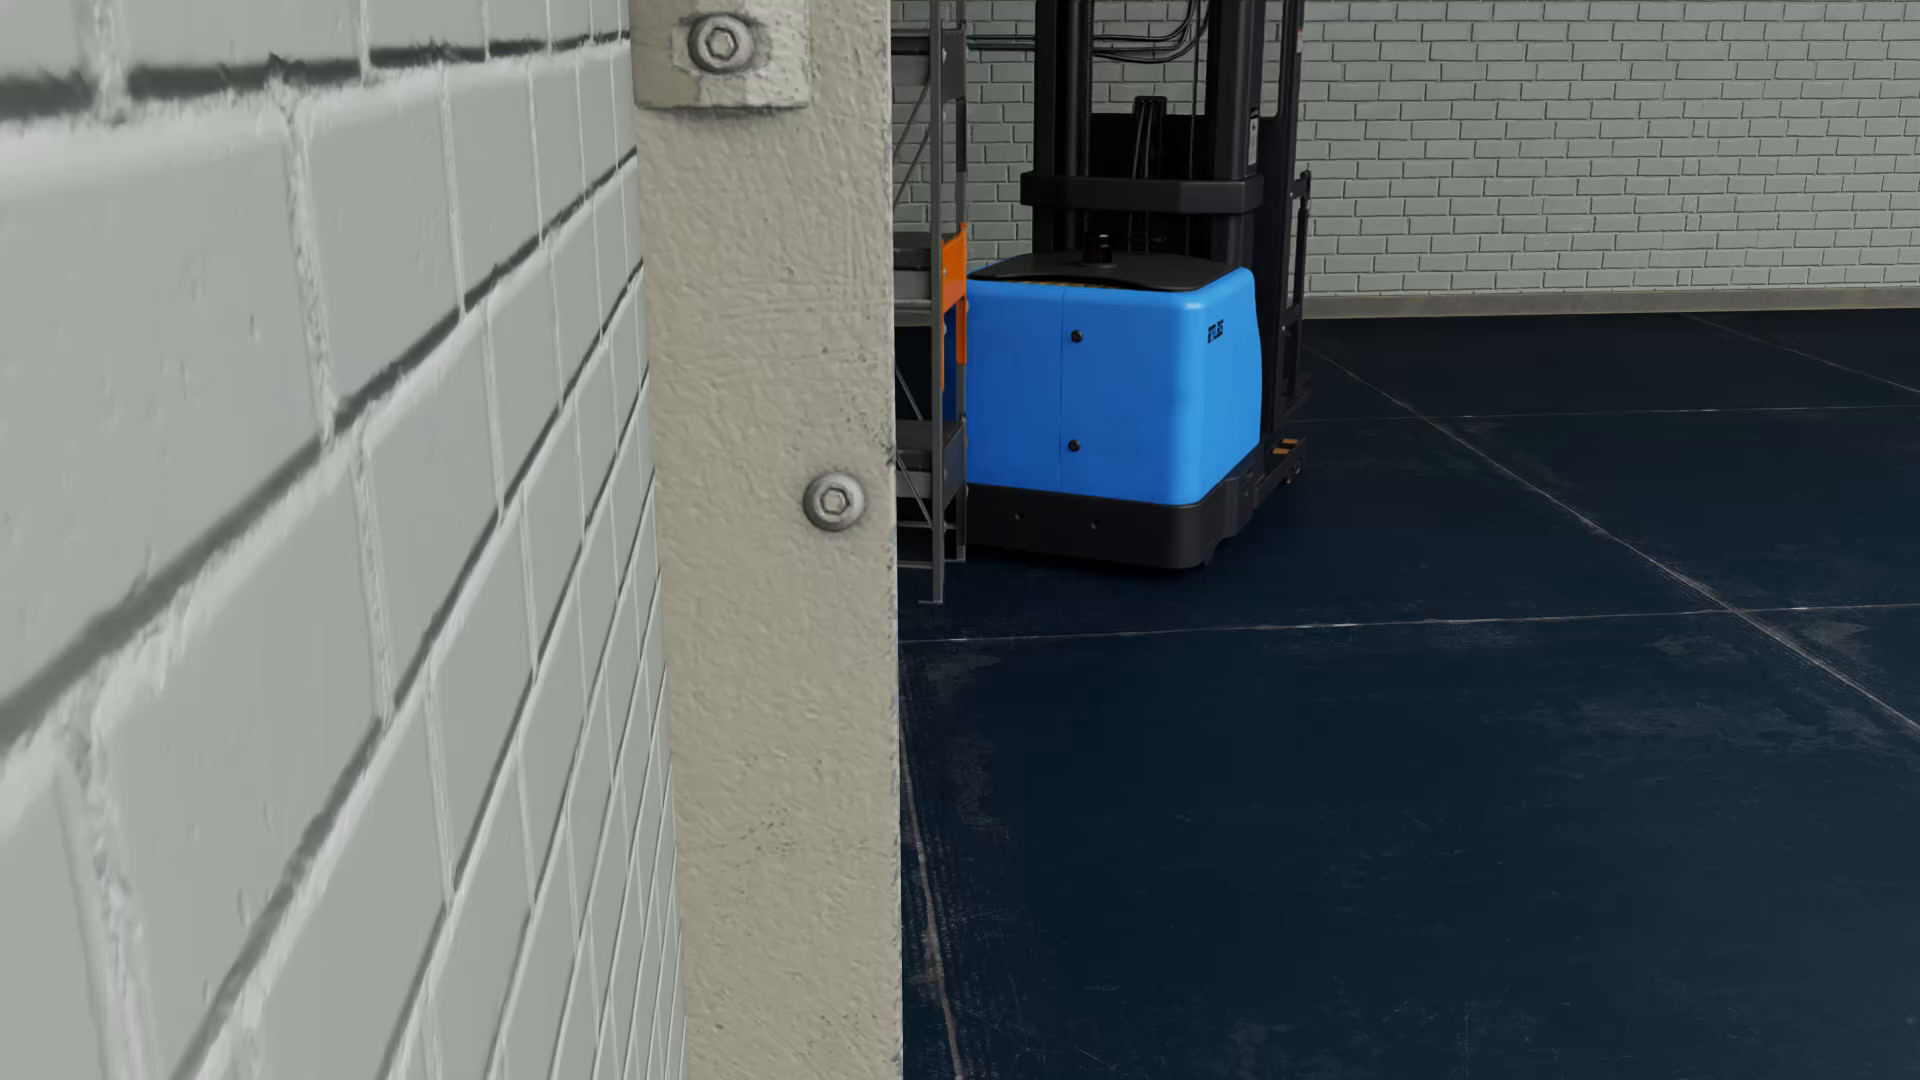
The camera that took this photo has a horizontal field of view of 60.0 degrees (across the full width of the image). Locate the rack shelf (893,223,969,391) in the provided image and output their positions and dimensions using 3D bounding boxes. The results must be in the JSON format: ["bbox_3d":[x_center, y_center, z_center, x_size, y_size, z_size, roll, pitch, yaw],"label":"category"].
[{"bbox_3d":[-0.218,-0.839,5.888,0.431,0.518,0.480,3,18,9],"label":"rack shelf"}]

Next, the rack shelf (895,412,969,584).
[{"bbox_3d":[-0.218,-0.171,6.098,0.431,0.518,0.480,3,18,9],"label":"rack shelf"}]

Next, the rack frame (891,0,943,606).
[{"bbox_3d":[-0.259,-0.780,5.655,0.400,2.100,0.015,3,18,9],"label":"rack frame"}]

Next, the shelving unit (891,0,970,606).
[{"bbox_3d":[-0.218,-0.852,5.884,0.431,2.100,0.503,3,18,9],"label":"shelving unit"}]

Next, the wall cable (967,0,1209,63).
[{"bbox_3d":[0.138,-4.271,10.442,3.097,2.526,0.112,-2,18,-6],"label":"wall cable"}]

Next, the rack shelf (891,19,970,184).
[{"bbox_3d":[-0.218,-1.506,5.679,0.431,0.518,0.480,3,18,9],"label":"rack shelf"}]

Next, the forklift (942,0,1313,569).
[{"bbox_3d":[0.951,-1.691,7.171,1.130,2.935,3.031,7,19,22],"label":"forklift"}]

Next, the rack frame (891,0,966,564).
[{"bbox_3d":[-0.177,-0.924,6.114,0.400,2.100,0.015,3,18,9],"label":"rack frame"}]
